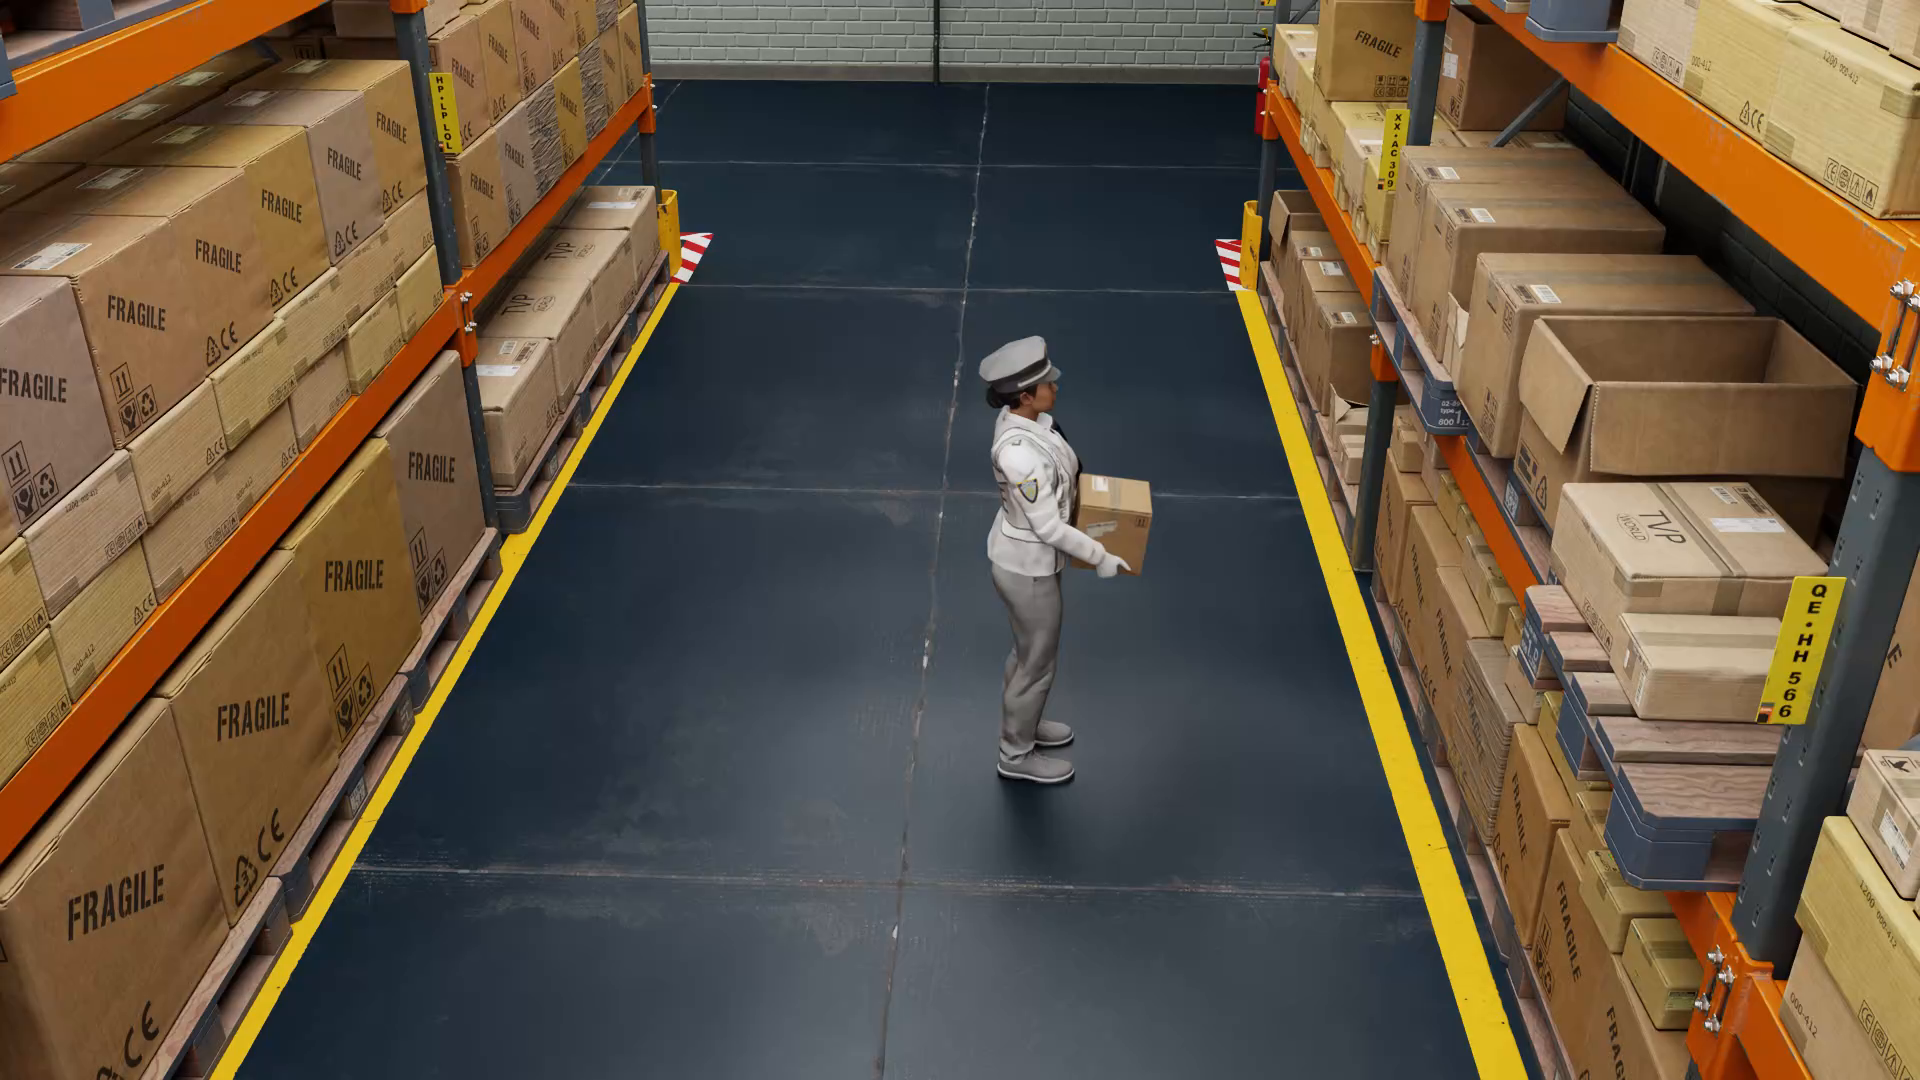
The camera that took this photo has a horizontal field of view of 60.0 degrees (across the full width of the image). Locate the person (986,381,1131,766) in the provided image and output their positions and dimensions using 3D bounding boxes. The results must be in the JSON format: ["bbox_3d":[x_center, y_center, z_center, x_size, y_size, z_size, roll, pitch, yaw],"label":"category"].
[{"bbox_3d":[-2.966,1.015,3.647,6.880,2.202,5.657,1,28,3],"label":"person"}]
